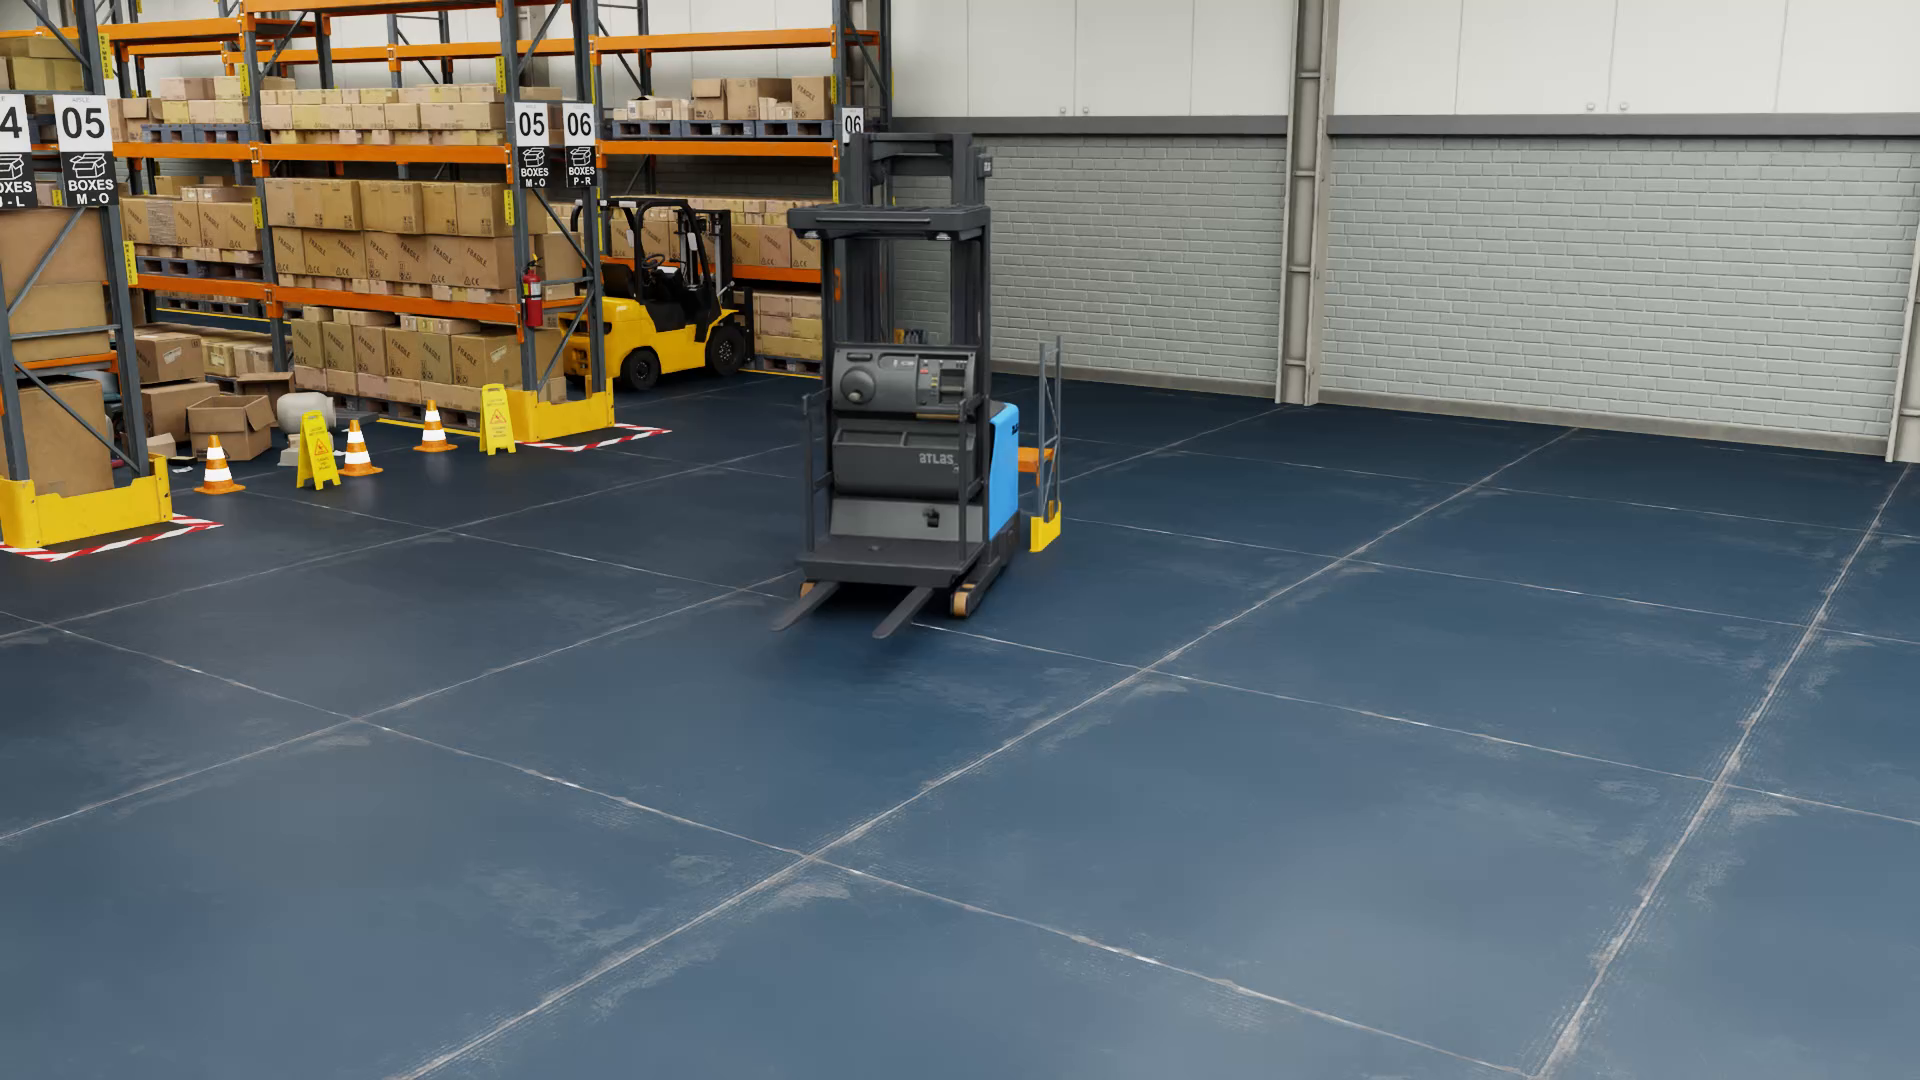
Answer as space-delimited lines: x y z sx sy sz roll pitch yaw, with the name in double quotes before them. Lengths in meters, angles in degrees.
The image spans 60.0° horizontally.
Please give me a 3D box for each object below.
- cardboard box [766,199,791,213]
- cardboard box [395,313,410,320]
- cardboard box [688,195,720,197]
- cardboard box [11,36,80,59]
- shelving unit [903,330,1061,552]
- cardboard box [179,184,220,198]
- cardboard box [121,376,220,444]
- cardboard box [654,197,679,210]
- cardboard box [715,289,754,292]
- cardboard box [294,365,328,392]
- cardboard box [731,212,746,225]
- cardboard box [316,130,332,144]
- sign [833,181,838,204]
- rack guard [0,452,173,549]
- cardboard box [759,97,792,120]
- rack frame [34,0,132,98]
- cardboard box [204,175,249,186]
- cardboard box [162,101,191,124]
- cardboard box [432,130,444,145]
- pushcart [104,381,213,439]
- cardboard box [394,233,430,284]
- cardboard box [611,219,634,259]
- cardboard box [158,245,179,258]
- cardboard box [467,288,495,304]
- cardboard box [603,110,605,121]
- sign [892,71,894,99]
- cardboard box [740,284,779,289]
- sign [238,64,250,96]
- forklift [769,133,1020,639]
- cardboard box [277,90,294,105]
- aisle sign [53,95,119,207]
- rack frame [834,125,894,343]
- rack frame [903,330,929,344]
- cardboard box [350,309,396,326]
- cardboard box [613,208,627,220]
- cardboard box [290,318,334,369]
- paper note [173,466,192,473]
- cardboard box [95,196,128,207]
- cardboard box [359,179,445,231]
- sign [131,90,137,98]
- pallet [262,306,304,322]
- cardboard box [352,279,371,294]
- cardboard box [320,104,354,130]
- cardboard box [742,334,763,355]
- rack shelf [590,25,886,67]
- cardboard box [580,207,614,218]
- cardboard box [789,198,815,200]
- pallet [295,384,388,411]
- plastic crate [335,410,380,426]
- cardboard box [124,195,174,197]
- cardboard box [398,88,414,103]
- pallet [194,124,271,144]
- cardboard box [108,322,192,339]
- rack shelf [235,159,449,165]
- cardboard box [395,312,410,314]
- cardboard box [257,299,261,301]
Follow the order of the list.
"cardboard box" -2.190 -4.136 20.613 0.250 0.149 0.380 9 17 33
"cardboard box" -6.178 -2.203 18.269 0.500 0.500 0.500 10 17 34
"cardboard box" -3.386 -4.484 22.016 0.250 0.149 0.380 9 16 32
"cardboard box" -6.701 -3.609 12.198 0.250 0.149 0.380 9 17 33
"shelving unit" 0.157 -0.750 12.232 1.083 1.500 0.587 4 15 17
"cardboard box" -9.046 -4.149 19.790 0.250 0.149 0.380 8 16 30
"cardboard box" -7.574 -1.236 15.987 0.503 0.637 0.797 9 17 33
"cardboard box" -3.735 -4.356 21.499 0.250 0.149 0.380 10 17 34
"cardboard box" -2.979 -3.074 21.267 0.500 0.250 0.500 9 16 32
"cardboard box" -6.903 -1.800 18.201 0.500 0.250 0.500 8 16 30
"cardboard box" -2.678 -4.039 20.839 0.250 0.149 0.380 9 17 33
"cardboard box" -6.481 -4.208 17.362 0.250 0.149 0.380 10 17 34
"sign" -1.470 -4.088 19.694 0.005 0.325 0.100 9 17 33
"rack guard" -6.582 -0.310 12.537 0.348 0.500 1.175 9 17 33
"cardboard box" -2.223 -5.245 20.226 0.258 0.266 0.396 9 17 33
"rack frame" -10.561 -6.512 19.904 0.127 3.000 1.000 9 17 33
"cardboard box" -12.200 -5.815 27.705 0.500 0.500 0.500 9 16 31
"cardboard box" -8.647 -4.838 18.820 0.500 0.250 0.500 9 17 34
"cardboard box" -4.974 -3.970 16.399 0.250 0.149 0.380 9 17 33
"pushcart" -8.473 -1.330 16.910 0.936 0.377 1.648 3 14 14
"cardboard box" -5.353 -2.874 16.864 0.500 0.500 0.500 9 17 33
"cardboard box" -4.252 -3.991 21.995 0.500 0.500 0.500 9 16 31
"cardboard box" -9.081 -3.375 19.364 0.250 0.149 0.380 10 17 35
"cardboard box" -4.625 -2.425 16.399 0.250 0.149 0.380 9 16 32
"cardboard box" -5.069 -5.794 22.683 0.250 0.149 0.380 9 17 33
"sign" -0.841 -5.546 20.260 0.005 0.325 0.100 9 17 33
"cardboard box" -2.696 -3.180 21.694 0.500 0.250 0.500 9 16 32
"sign" -7.549 -4.851 17.539 0.005 0.325 0.100 9 17 33
"forklift" -0.405 -1.037 10.413 1.130 2.935 3.031 3 14 13
"cardboard box" -6.931 -4.649 17.481 0.250 0.149 0.380 10 17 34
"aisle sign" -6.375 -2.839 12.140 0.004 0.787 0.394 9 17 33
"rack frame" -1.156 -3.518 20.291 0.127 3.000 1.000 9 17 33
"rack frame" -0.319 -0.787 12.380 0.032 1.500 0.500 4 15 17
"cardboard box" -6.180 -2.346 17.496 0.250 0.149 0.380 10 17 36
"cardboard box" -4.357 -4.322 21.984 0.250 0.149 0.380 9 16 32
"cardboard box" -6.903 -2.164 18.111 0.500 0.500 0.500 10 17 35
"paper note" -6.921 -0.628 14.801 0.144 0.017 0.142 -10 17 -35
"cardboard box" -10.317 -3.891 20.097 0.500 0.500 0.500 9 16 31
"cardboard box" -5.701 -3.443 17.080 0.500 0.500 0.700 9 17 32
"sign" -10.256 -5.415 20.638 0.005 0.325 0.100 9 17 33
"pallet" -10.417 -3.672 26.717 1.213 0.211 1.003 9 17 33
"cardboard box" -6.103 -2.662 17.359 0.250 0.149 0.380 9 17 33
"cardboard box" -6.188 -4.341 17.067 0.500 0.250 0.500 9 17 33
"cardboard box" -2.539 -2.524 21.127 0.500 0.250 0.500 9 17 33
"rack shelf" -2.815 -6.155 20.788 4.000 0.370 1.077 9 17 33
"cardboard box" -4.882 -4.419 22.374 0.250 0.149 0.380 10 17 35
"cardboard box" -1.937 -4.224 20.966 0.250 0.149 0.380 9 17 33
"pallet" -6.665 -1.627 18.458 1.213 0.211 1.003 9 17 33
"plastic crate" -6.397 -1.273 17.298 0.583 0.080 0.402 3 14 14
"cardboard box" -10.029 -3.992 20.505 0.500 0.500 0.500 9 16 31
"cardboard box" -5.366 -4.427 16.585 0.250 0.149 0.380 9 16 31
"pallet" -7.695 -4.533 18.540 1.003 0.211 1.213 9 17 33
"cardboard box" -10.098 -2.451 20.576 0.625 0.372 0.950 8 16 29
"rack shelf" -9.453 -5.966 25.435 4.000 0.370 1.077 9 17 33
"cardboard box" -8.265 -3.595 24.931 0.500 0.500 0.500 10 17 34
"cardboard box" -11.529 -4.161 27.613 0.500 0.311 0.500 10 17 35
